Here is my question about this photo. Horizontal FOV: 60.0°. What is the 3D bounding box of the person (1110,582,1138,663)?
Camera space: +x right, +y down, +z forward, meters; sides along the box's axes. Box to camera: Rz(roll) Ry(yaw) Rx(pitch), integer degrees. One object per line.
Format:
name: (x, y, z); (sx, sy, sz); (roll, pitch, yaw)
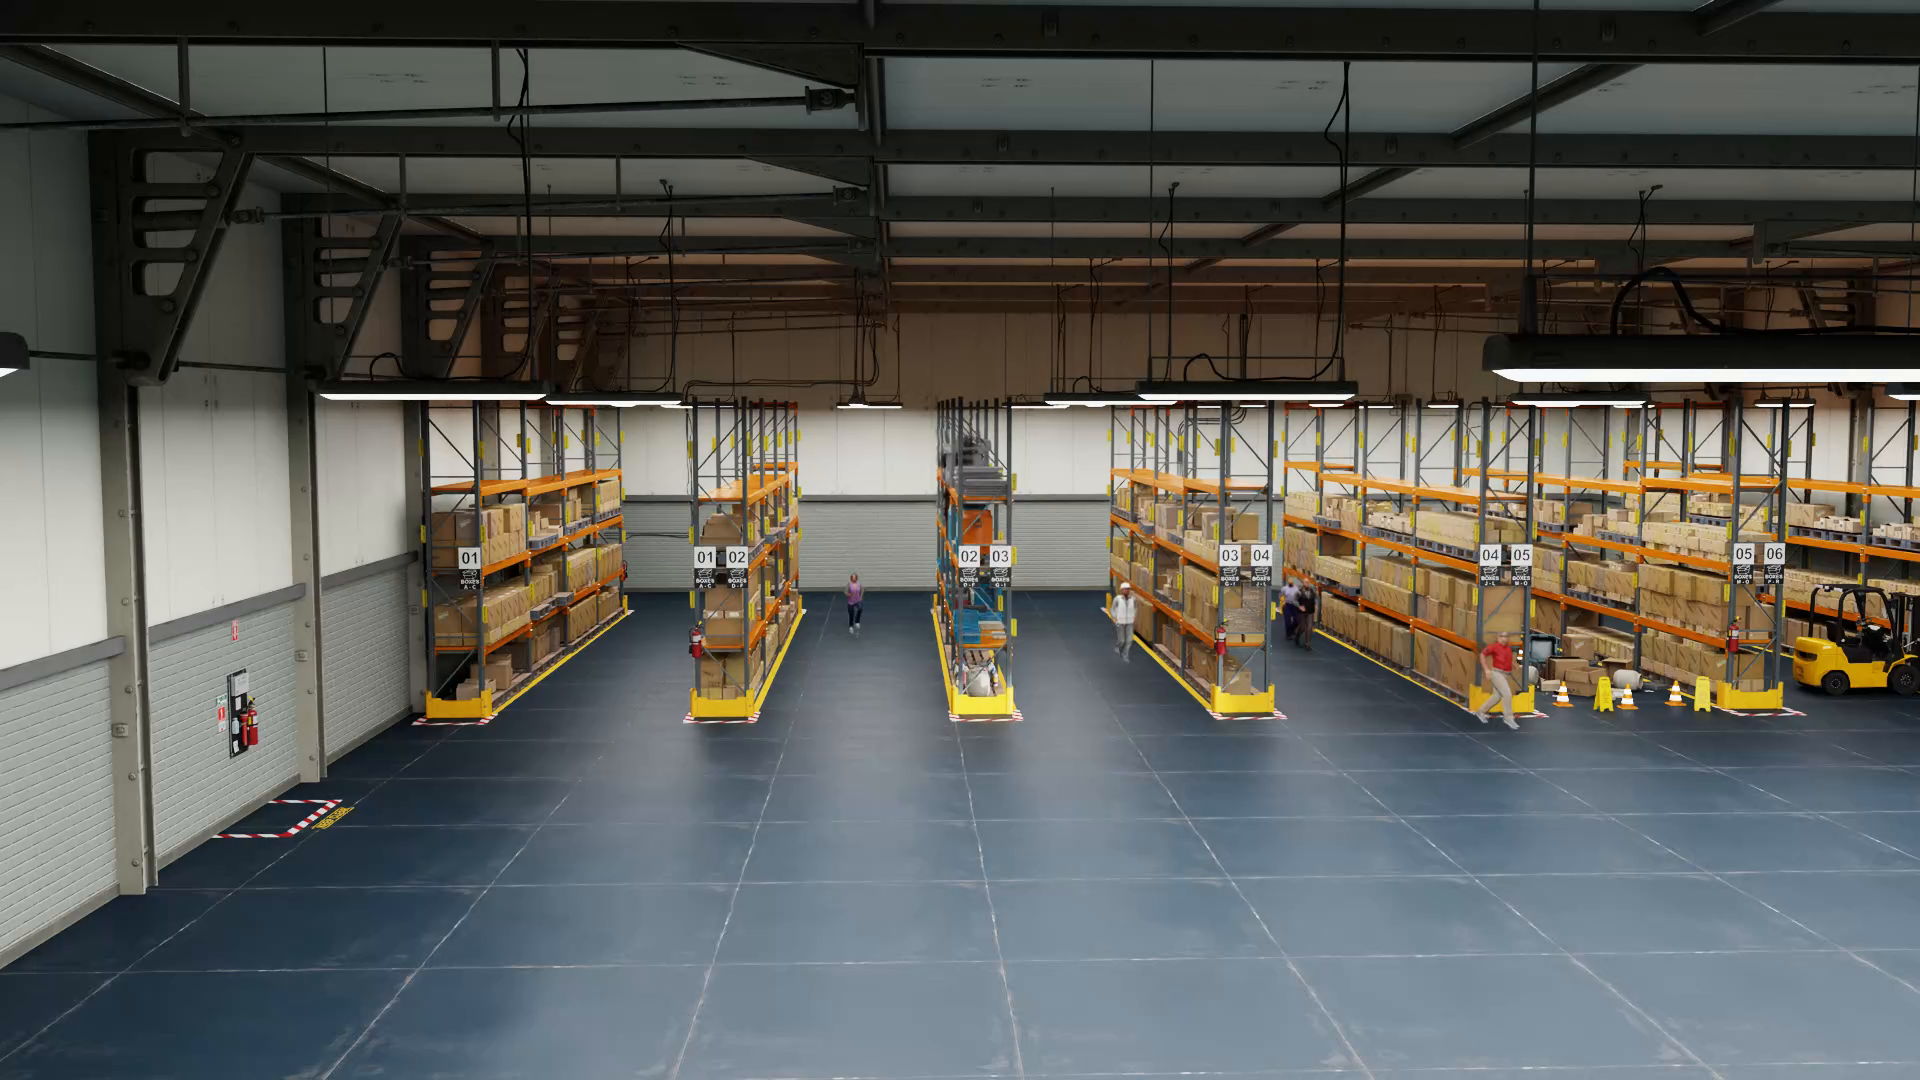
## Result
person: (3.566, 1.778, 36.206); (0.647, 1.739, 0.637); (-1, 5, -12)

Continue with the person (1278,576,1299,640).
person: (8.292, 1.702, 41.749); (0.604, 1.596, 0.575); (0, 4, -1)

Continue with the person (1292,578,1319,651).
person: (8.341, 1.778, 40.143); (0.685, 1.722, 0.771); (0, 4, -6)

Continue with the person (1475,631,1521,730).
person: (9.885, 2.524, 30.310); (0.666, 1.724, 0.906); (-4, 6, -45)

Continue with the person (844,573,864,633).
person: (-2.684, 1.615, 42.245); (0.539, 1.553, 0.821); (-1, 5, -12)
